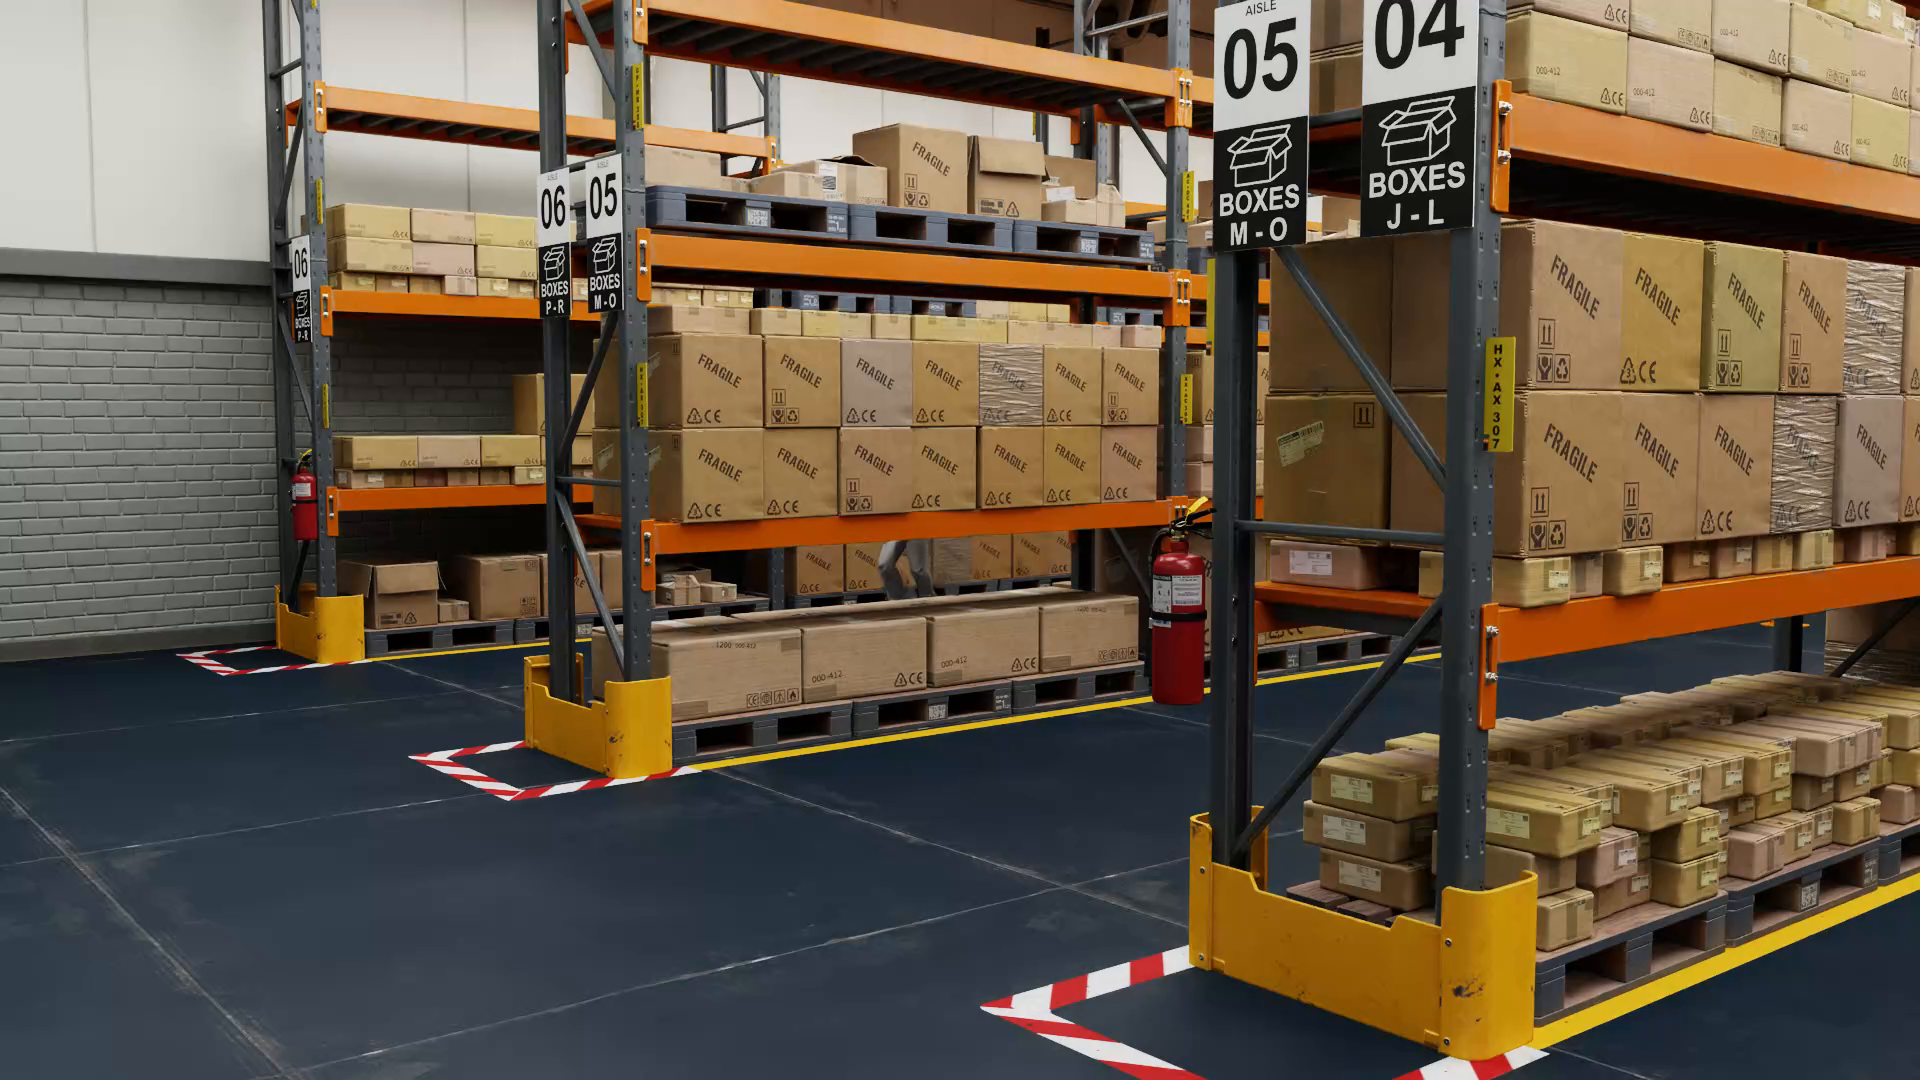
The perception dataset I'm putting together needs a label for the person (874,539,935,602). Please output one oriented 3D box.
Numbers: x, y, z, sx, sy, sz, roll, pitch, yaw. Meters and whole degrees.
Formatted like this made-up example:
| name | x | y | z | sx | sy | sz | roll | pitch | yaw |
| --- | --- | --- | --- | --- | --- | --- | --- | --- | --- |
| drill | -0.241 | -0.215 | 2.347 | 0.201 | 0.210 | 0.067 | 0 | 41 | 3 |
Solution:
| name | x | y | z | sx | sy | sz | roll | pitch | yaw |
| --- | --- | --- | --- | --- | --- | --- | --- | --- | --- |
| person | -0.470 | -0.067 | 14.602 | 0.578 | 1.712 | 0.742 | 4 | 6 | 40 |
